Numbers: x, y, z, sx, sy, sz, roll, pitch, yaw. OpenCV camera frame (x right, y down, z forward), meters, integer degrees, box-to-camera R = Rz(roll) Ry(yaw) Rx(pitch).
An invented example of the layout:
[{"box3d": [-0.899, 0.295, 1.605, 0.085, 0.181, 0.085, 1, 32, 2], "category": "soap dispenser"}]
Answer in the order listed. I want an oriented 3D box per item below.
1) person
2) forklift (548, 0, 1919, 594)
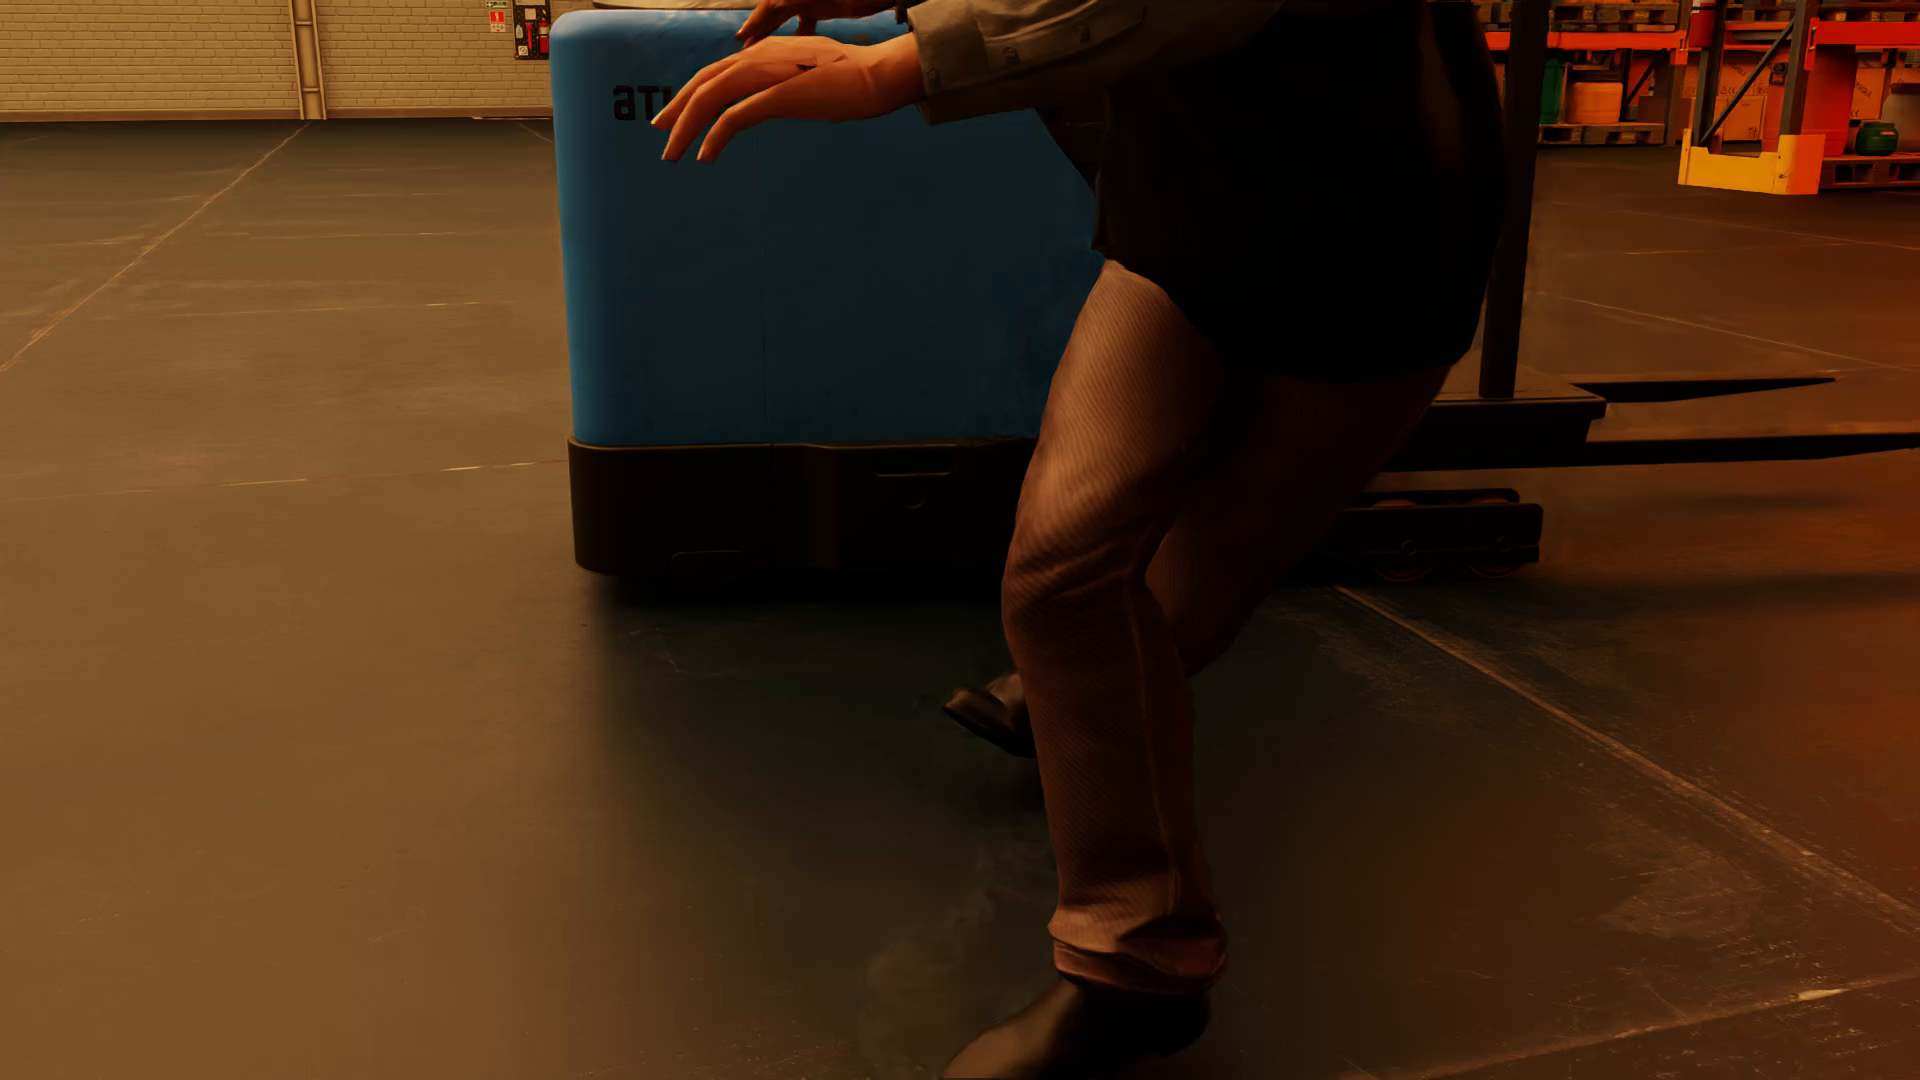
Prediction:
[{"box3d": [0.039, -0.244, 1.727, 0.909, 1.530, 1.065, 14, 22, 40], "category": "person"}, {"box3d": [0.719, -1.468, 3.363, 3.031, 2.935, 1.130, -2, 16, -7], "category": "forklift"}]
